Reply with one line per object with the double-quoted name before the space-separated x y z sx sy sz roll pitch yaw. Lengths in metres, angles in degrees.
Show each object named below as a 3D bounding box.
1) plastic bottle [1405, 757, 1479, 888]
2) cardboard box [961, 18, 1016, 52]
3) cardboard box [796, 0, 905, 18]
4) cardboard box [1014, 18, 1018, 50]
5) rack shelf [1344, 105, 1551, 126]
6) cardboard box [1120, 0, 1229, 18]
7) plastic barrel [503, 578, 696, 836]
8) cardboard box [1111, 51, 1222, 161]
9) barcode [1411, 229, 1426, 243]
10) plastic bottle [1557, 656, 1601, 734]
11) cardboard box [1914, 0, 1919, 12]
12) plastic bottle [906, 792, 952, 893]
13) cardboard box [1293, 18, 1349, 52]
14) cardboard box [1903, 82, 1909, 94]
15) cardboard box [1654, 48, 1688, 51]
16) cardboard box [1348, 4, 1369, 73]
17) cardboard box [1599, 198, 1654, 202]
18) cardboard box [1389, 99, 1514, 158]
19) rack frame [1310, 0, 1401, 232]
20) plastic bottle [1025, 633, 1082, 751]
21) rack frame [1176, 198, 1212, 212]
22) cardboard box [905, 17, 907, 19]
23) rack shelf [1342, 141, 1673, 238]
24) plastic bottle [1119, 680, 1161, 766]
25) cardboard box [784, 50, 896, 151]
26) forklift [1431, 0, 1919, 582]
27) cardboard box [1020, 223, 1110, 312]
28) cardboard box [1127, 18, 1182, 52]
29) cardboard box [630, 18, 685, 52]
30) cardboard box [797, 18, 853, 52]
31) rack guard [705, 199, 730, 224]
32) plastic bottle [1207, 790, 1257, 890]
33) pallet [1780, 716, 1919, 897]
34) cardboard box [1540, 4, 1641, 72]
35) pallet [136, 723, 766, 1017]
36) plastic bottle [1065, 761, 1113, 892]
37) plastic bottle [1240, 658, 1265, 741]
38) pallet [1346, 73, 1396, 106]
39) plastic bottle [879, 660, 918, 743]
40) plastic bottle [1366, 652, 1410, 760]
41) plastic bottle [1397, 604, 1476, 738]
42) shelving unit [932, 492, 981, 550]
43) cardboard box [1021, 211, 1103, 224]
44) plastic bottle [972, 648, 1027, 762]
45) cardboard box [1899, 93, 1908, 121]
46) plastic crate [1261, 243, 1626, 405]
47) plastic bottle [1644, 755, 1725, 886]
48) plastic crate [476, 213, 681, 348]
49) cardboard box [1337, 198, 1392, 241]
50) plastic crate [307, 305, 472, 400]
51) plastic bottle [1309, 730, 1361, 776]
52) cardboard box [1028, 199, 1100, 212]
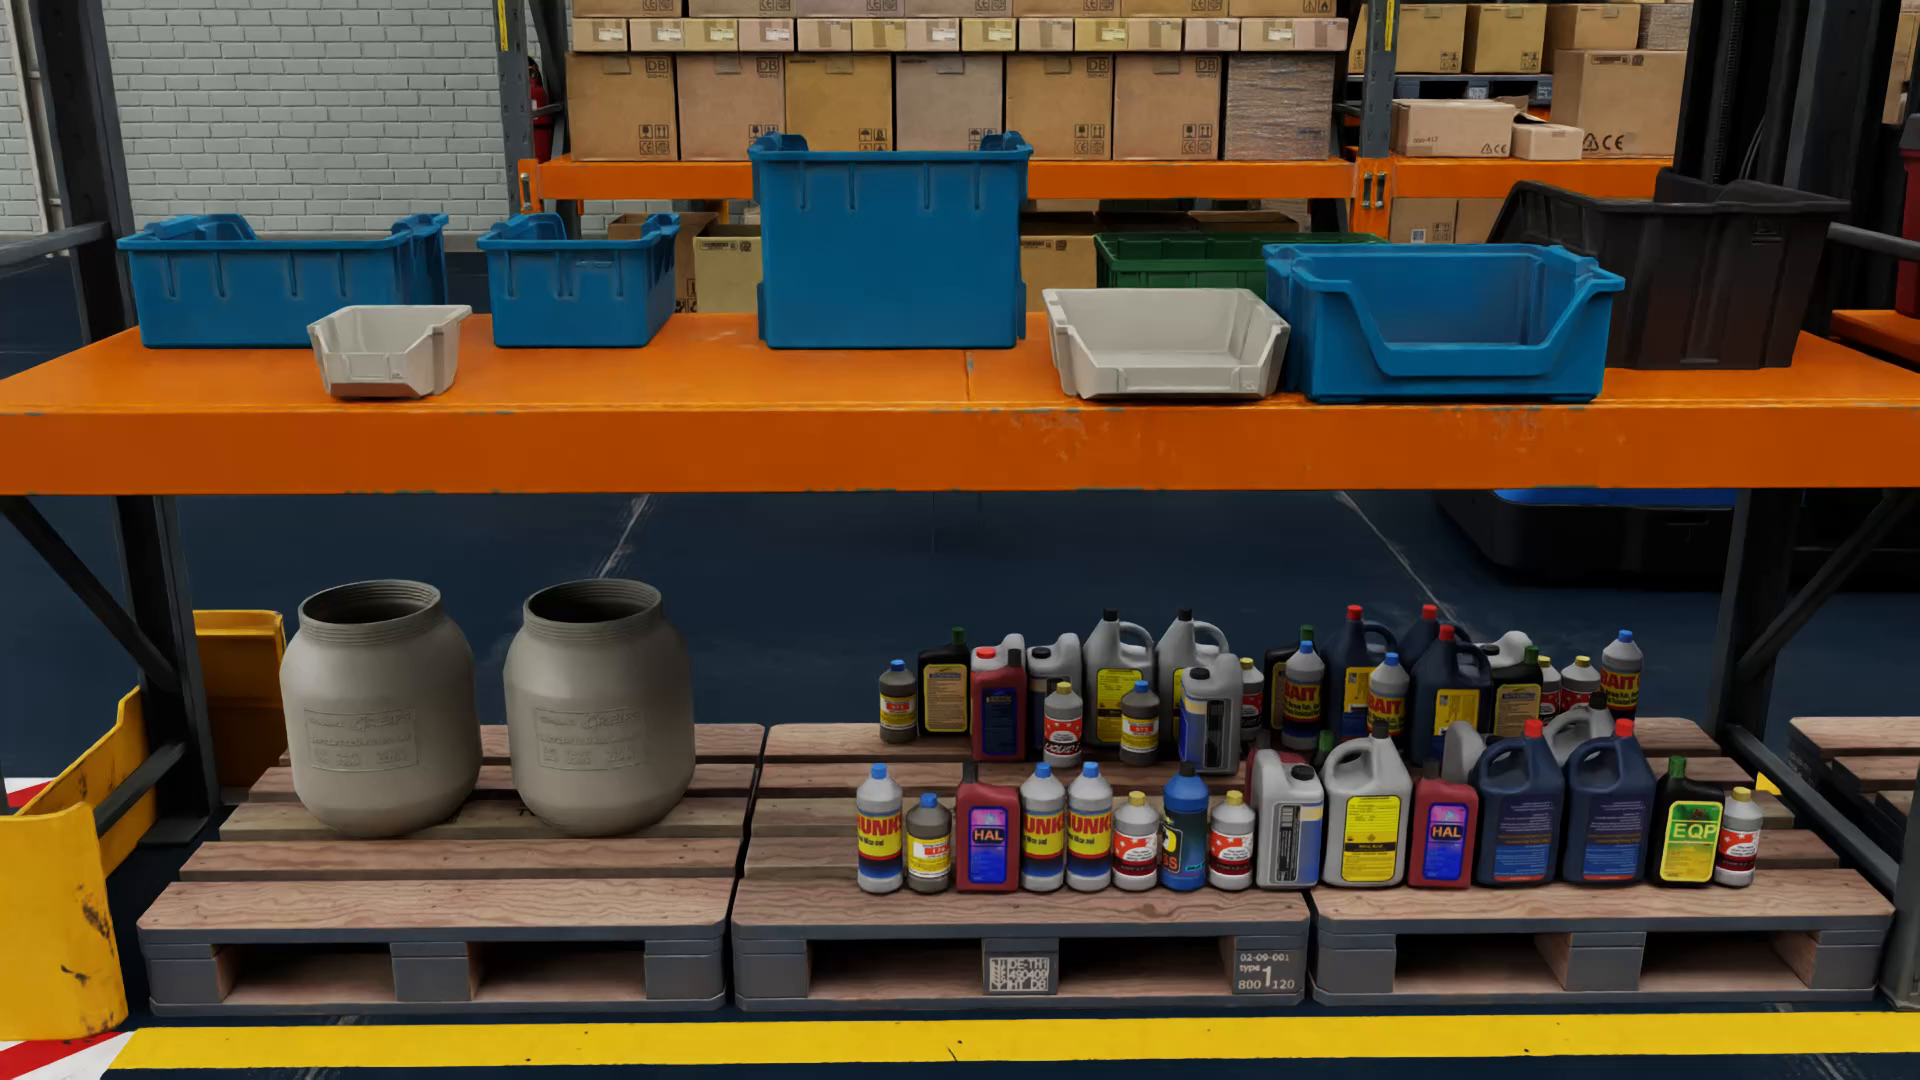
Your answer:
"plastic bottle" 1.019 0.595 3.509 0.133 0.283 0.061 1 18 3
"cardboard box" 0.135 -2.389 7.860 0.250 0.149 0.380 0 18 1
"cardboard box" -0.512 -2.759 7.950 0.500 0.500 0.700 0 18 -1
"cardboard box" 0.378 -2.514 8.250 0.250 0.149 0.380 -1 18 -2
"rack shelf" 3.856 -3.288 13.063 4.000 0.370 1.077 0 18 -1
"cardboard box" 0.989 -2.766 7.972 0.500 0.500 0.700 0 18 -1
"plastic barrel" -0.829 0.380 3.837 0.421 0.512 0.421 0 18 0
"cardboard box" 0.967 -2.147 8.165 0.500 0.500 0.700 0 18 -1
"barcode" 2.200 -1.458 7.982 0.075 0.075 0.001 0 18 -1
"plastic bottle" 1.586 0.396 4.262 0.097 0.201 0.097 0 18 0
"cardboard box" 7.351 -4.126 12.586 0.500 0.250 0.500 0 18 0
"plastic bottle" -0.065 0.634 3.523 0.097 0.201 0.097 0 18 0
"cardboard box" 1.670 -2.397 7.884 0.250 0.149 0.380 0 18 -1
"cardboard box" 7.217 -3.477 12.855 0.250 0.149 0.380 0 18 0
"cardboard box" 3.734 -2.159 8.203 0.500 0.500 0.500 0 18 -1
"cardboard box" 2.925 -3.870 12.817 0.500 0.500 0.700 2 18 5
"cardboard box" 5.137 -2.640 13.237 0.500 0.500 0.700 0 18 0
"cardboard box" 2.430 -2.052 8.279 0.500 0.250 0.500 1 18 3
"rack frame" 1.938 -2.108 8.207 0.127 3.000 1.000 0 18 -1
"plastic bottle" 0.234 0.376 4.204 0.135 0.276 0.152 -1 18 -2
"rack frame" 1.856 -3.620 12.923 0.127 3.000 1.000 0 18 -1
"cardboard box" -0.388 -2.511 8.240 0.250 0.149 0.380 0 18 1
"rack shelf" 3.938 -1.775 8.347 4.000 0.370 1.077 0 18 -1
"plastic bottle" 0.445 0.446 4.108 0.097 0.201 0.097 0 18 0
"cardboard box" -0.573 -2.139 8.141 0.500 0.500 0.700 0 18 0
"forklift" 3.461 -1.374 6.033 3.031 2.935 1.130 0 18 1
"cardboard box" 0.478 -1.284 8.226 0.500 0.500 0.500 0 18 -1
"cardboard box" 0.898 -2.393 7.871 0.250 0.149 0.380 0 18 -1
"cardboard box" -1.402 -2.383 7.840 0.250 0.149 0.380 -1 18 -2
"cardboard box" -0.633 -2.386 7.850 0.250 0.149 0.380 -1 18 -3
"rack guard" -2.067 -2.411 13.246 0.348 0.500 1.175 0 18 -1
"plastic bottle" 0.578 0.630 3.533 0.097 0.201 0.097 0 18 0
"pallet" 2.797 0.717 3.965 1.213 0.211 1.003 0 18 -1
"cardboard box" 4.828 -3.881 12.850 0.500 0.500 0.700 -2 18 -6
"pallet" -1.099 0.735 3.910 1.213 0.211 1.003 0 18 -1
"plastic bottle" 0.274 0.599 3.517 0.097 0.271 0.097 0 18 0
"plastic bottle" 0.727 0.401 4.249 0.097 0.201 0.097 0 18 0
"pallet" 2.623 -3.488 12.825 1.213 0.211 1.003 0 18 -1
"plastic bottle" -0.157 0.405 4.236 0.097 0.201 0.097 0 18 0
"plastic bottle" 1.056 0.410 4.106 0.097 0.271 0.097 0 18 0
"plastic bottle" 1.199 0.334 4.211 0.185 0.351 0.144 0 18 1
"shelving unit" -0.014 -0.571 6.364 0.189 1.200 0.258 0 18 -1
"cardboard box" 0.470 -1.444 8.724 0.500 0.500 0.500 0 18 -1
"plastic bottle" 0.097 0.405 4.100 0.133 0.283 0.061 0 18 -1
"cardboard box" 5.040 -2.139 8.452 0.500 0.311 0.500 0 18 -2
"plastic crate" 0.910 -0.436 3.238 0.616 0.251 0.499 0 18 -1
"plastic bottle" 1.537 0.592 3.517 0.133 0.283 0.061 1 18 2
"plastic crate" -0.842 -0.600 3.750 0.408 0.251 0.499 0 18 -1
"cardboard box" 3.108 -2.666 13.320 0.500 0.500 0.700 -1 18 -2
"plastic crate" -1.087 -0.356 3.178 0.250 0.136 0.298 0 18 -1
"plastic bottle" 0.831 0.552 3.644 0.133 0.283 0.061 0 18 -1
"cardboard box" 0.819 -2.622 13.184 0.500 0.500 0.500 -2 18 -5
